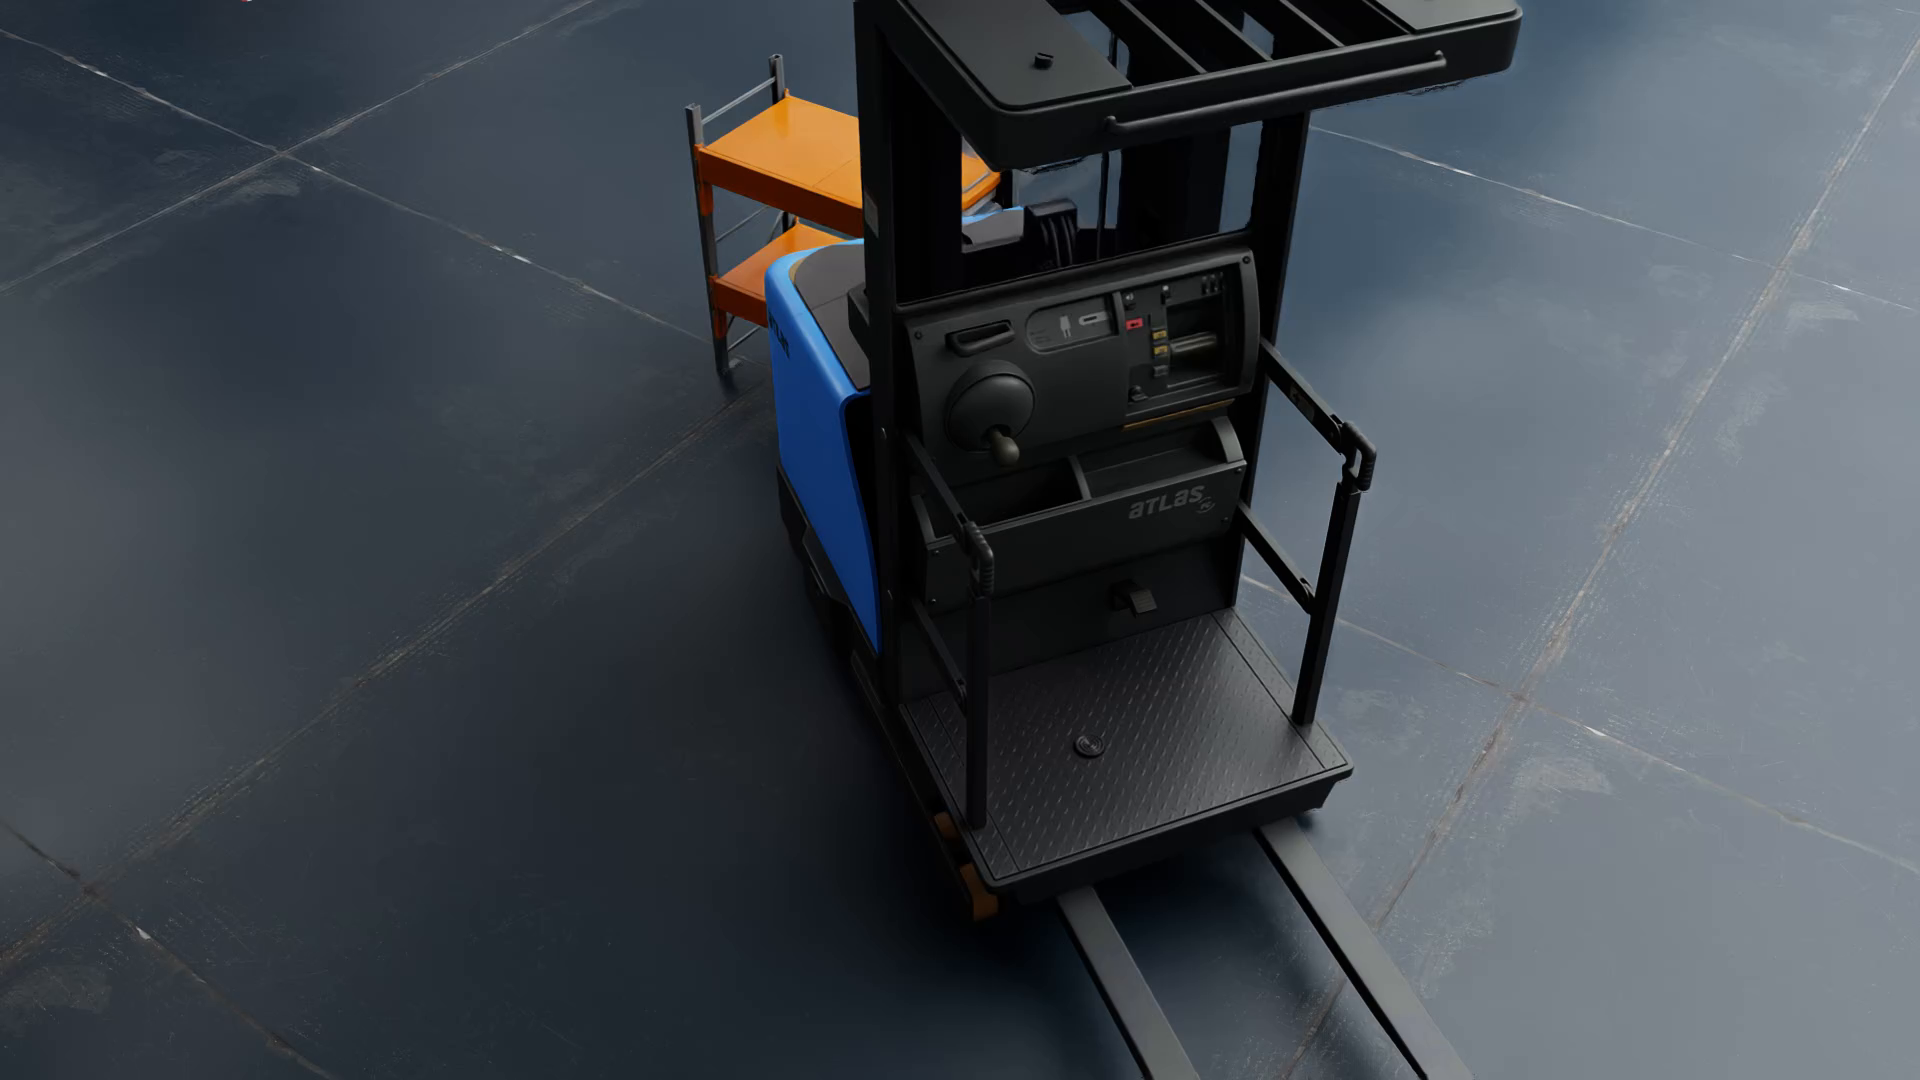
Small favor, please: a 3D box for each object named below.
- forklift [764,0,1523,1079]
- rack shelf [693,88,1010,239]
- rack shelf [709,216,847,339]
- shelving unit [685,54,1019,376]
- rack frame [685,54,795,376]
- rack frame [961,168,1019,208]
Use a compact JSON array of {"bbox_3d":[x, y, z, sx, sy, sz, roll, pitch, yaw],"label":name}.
[{"bbox_3d":[0.401,-0.369,3.962,1.130,2.935,3.031,-15,44,-16],"label":"forklift"},{"bbox_3d":[-0.373,-1.230,5.839,1.000,0.278,0.538,24,47,25],"label":"rack shelf"},{"bbox_3d":[-0.373,-0.830,6.197,1.000,0.278,0.538,24,47,25],"label":"rack shelf"},{"bbox_3d":[-0.373,-1.012,6.034,1.048,1.125,0.538,24,47,25],"label":"shelving unit"},{"bbox_3d":[-0.794,-1.201,6.246,0.032,1.125,0.500,24,47,25],"label":"rack frame"},{"bbox_3d":[0.049,-0.822,5.822,0.032,1.125,0.500,24,47,25],"label":"rack frame"}]
